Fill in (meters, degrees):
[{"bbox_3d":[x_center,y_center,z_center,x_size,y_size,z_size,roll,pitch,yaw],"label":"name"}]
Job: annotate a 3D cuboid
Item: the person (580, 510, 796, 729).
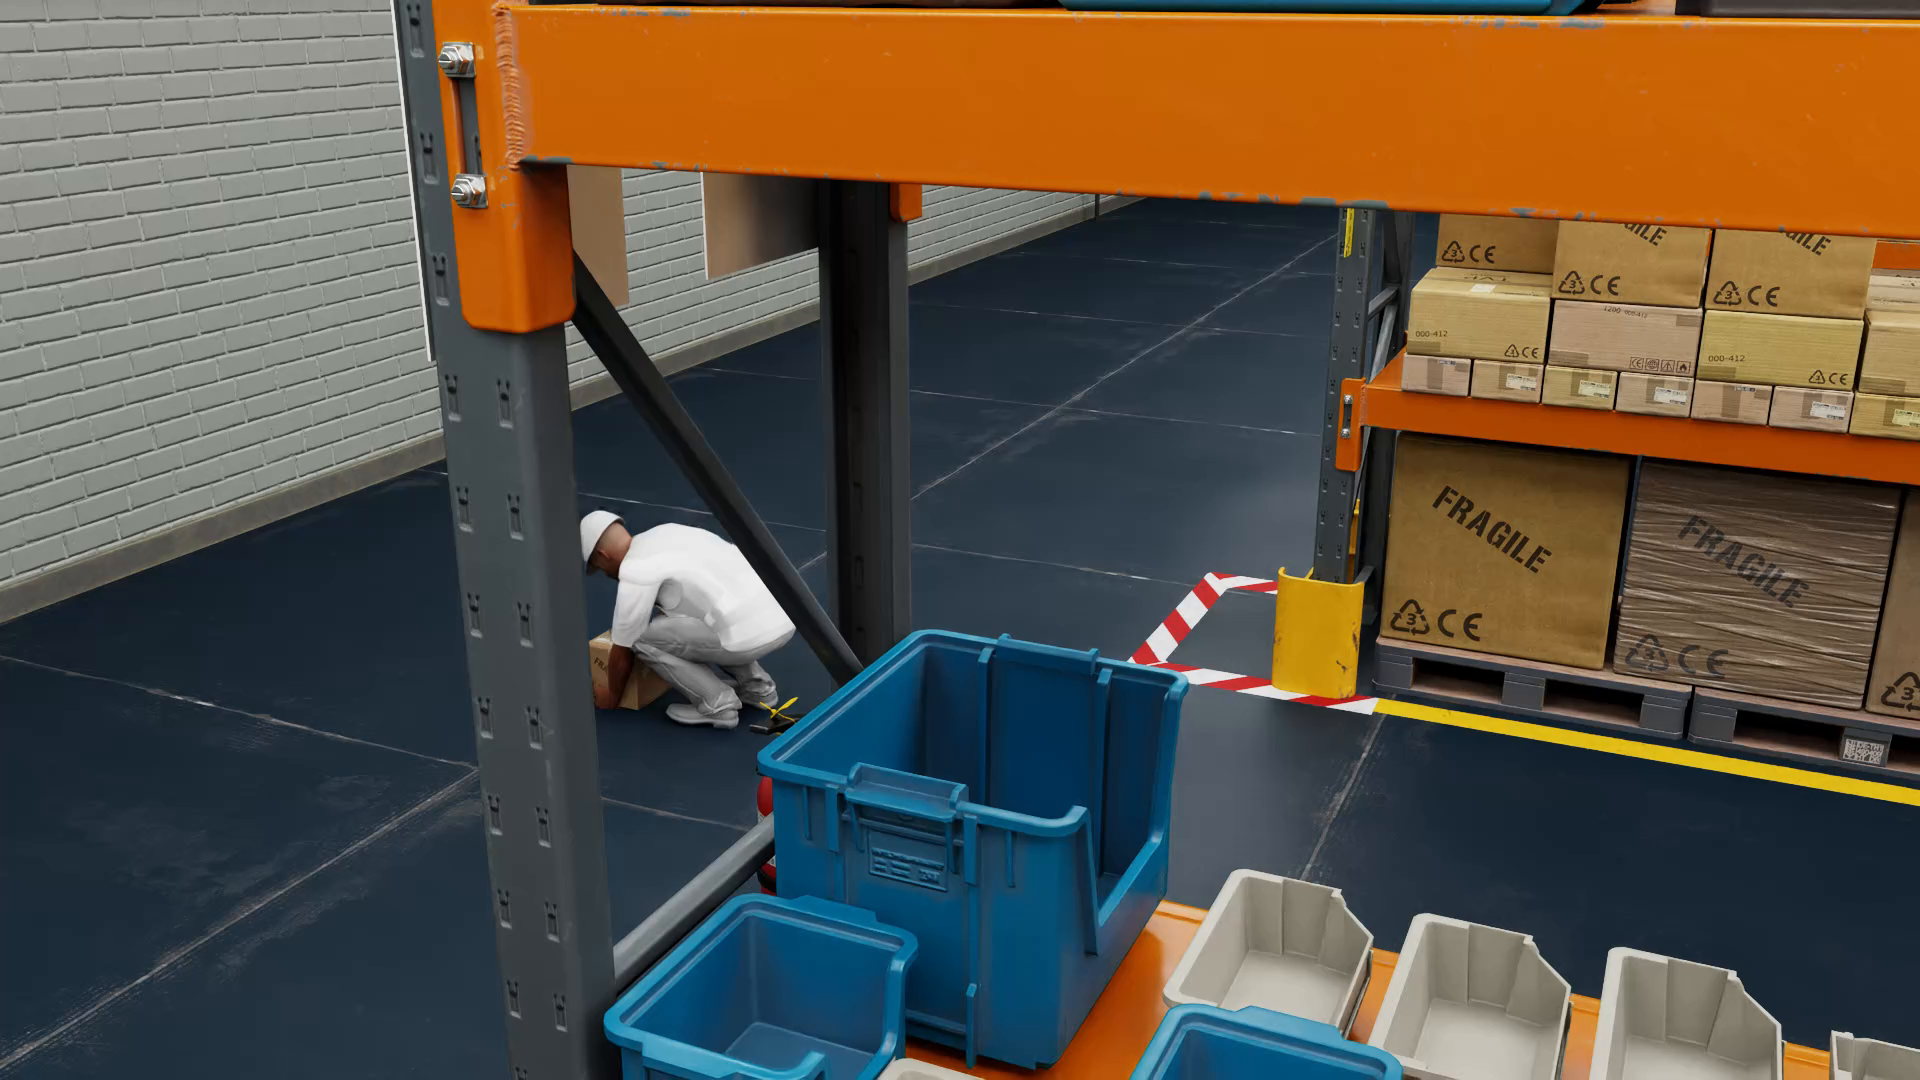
[{"bbox_3d":[-1.094,0.343,6.631,0.923,0.888,0.550,8,21,22],"label":"person"}]
